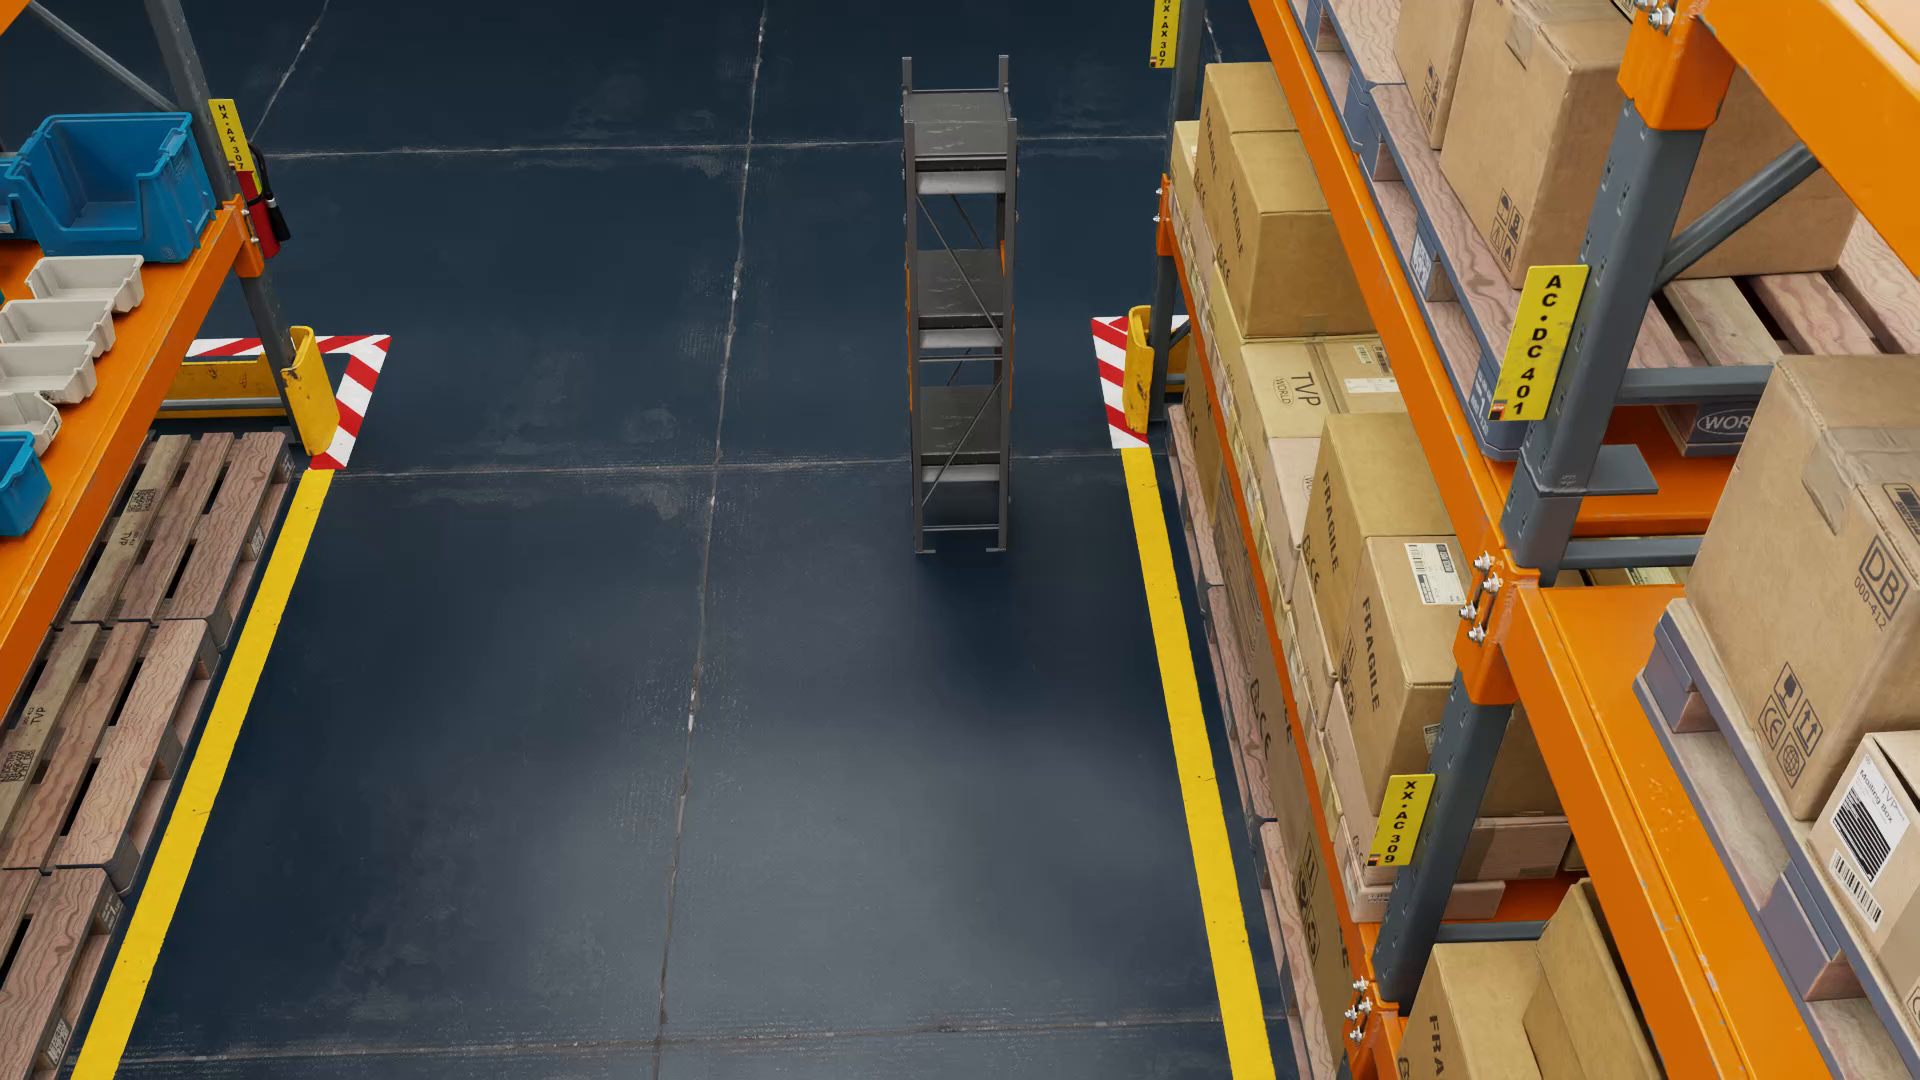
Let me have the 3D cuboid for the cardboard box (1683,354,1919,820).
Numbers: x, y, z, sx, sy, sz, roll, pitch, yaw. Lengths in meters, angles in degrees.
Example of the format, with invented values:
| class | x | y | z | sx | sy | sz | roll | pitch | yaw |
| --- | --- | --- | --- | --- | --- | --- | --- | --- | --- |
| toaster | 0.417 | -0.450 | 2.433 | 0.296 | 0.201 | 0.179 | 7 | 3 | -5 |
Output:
| class | x | y | z | sx | sy | sz | roll | pitch | yaw |
| --- | --- | --- | --- | --- | --- | --- | --- | --- | --- |
| cardboard box | 1.590 | 0.065 | 2.504 | 0.700 | 0.500 | 0.500 | -1 | 43 | -1 |

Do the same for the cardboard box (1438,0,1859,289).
| class | x | y | z | sx | sy | sz | roll | pitch | yaw |
| --- | --- | --- | --- | --- | --- | --- | --- | --- | --- |
| cardboard box | 1.462 | -0.889 | 3.471 | 0.700 | 0.500 | 0.500 | -4 | 43 | -4 |

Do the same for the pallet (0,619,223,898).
| class | x | y | z | sx | sy | sz | roll | pitch | yaw |
| --- | --- | --- | --- | --- | --- | --- | --- | --- | --- |
| pallet | -3.518 | 0.821 | 6.348 | 1.003 | 0.211 | 1.213 | -2 | 43 | -2 |

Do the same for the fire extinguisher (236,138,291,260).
| class | x | y | z | sx | sy | sz | roll | pitch | yaw |
| --- | --- | --- | --- | --- | --- | --- | --- | --- | --- |
| fire extinguisher | -3.116 | -1.536 | 7.188 | 0.296 | 0.674 | 0.183 | -2 | 43 | -2 |

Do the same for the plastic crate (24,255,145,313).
| class | x | y | z | sx | sy | sz | roll | pitch | yaw |
| --- | --- | --- | --- | --- | --- | --- | --- | --- | --- |
| plastic crate | -3.348 | -0.966 | 6.385 | 0.396 | 0.136 | 0.243 | -2 | 43 | -2 |

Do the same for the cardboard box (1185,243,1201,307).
| class | x | y | z | sx | sy | sz | roll | pitch | yaw |
| --- | --- | --- | --- | --- | --- | --- | --- | --- | --- |
| cardboard box | 1.094 | -1.041 | 6.502 | 0.380 | 0.149 | 0.250 | -3 | 43 | -3 |

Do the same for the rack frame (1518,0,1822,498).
| class | x | y | z | sx | sy | sz | roll | pitch | yaw |
| --- | --- | --- | --- | --- | --- | --- | --- | --- | --- |
| rack frame | 1.555 | -1.240 | 2.093 | 1.000 | 3.000 | 0.127 | -2 | 43 | -2 |

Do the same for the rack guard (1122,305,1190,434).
| class | x | y | z | sx | sy | sz | roll | pitch | yaw |
| --- | --- | --- | --- | --- | --- | --- | --- | --- | --- |
| rack guard | 1.384 | -0.824 | 7.928 | 1.175 | 0.500 | 0.348 | -2 | 43 | -2 |

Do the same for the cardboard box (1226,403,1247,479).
| class | x | y | z | sx | sy | sz | roll | pitch | yaw |
| --- | --- | --- | --- | --- | --- | --- | --- | --- | --- |
| cardboard box | 1.137 | -0.349 | 5.746 | 0.380 | 0.149 | 0.250 | -3 | 43 | -3 |

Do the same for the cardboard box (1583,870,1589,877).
| class | x | y | z | sx | sy | sz | roll | pitch | yaw |
| --- | --- | --- | --- | --- | --- | --- | --- | --- | --- |
| cardboard box | 1.875 | 0.855 | 4.433 | 0.380 | 0.149 | 0.250 | -2 | 43 | -2 |

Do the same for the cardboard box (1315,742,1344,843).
| class | x | y | z | sx | sy | sz | roll | pitch | yaw |
| --- | --- | --- | --- | --- | --- | --- | --- | --- | --- |
| cardboard box | 1.204 | 0.694 | 4.609 | 0.380 | 0.149 | 0.250 | -1 | 43 | -1 |

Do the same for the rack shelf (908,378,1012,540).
| class | x | y | z | sx | sy | sz | roll | pitch | yaw |
| --- | --- | --- | --- | --- | --- | --- | --- | --- | --- |
| rack shelf | -0.007 | -0.360 | 7.294 | 0.431 | 0.518 | 0.480 | -2 | 43 | -2 |

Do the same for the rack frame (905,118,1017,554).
| class | x | y | z | sx | sy | sz | roll | pitch | yaw |
| --- | --- | --- | --- | --- | --- | --- | --- | --- | --- |
| rack frame | 0.003 | -0.721 | 6.632 | 0.400 | 2.100 | 0.015 | -2 | 43 | -2 |

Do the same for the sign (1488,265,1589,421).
| class | x | y | z | sx | sy | sz | roll | pitch | yaw |
| --- | --- | --- | --- | --- | --- | --- | --- | --- | --- |
| sign | 1.001 | -0.337 | 2.886 | 0.100 | 0.325 | 0.005 | -2 | 43 | -2 |

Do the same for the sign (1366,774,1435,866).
| class | x | y | z | sx | sy | sz | roll | pitch | yaw |
| --- | --- | --- | --- | --- | --- | --- | --- | --- | --- |
| sign | 1.001 | 0.640 | 3.782 | 0.100 | 0.325 | 0.005 | -2 | 43 | -2 |

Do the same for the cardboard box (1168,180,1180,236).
| class | x | y | z | sx | sy | sz | roll | pitch | yaw |
| --- | --- | --- | --- | --- | --- | --- | --- | --- | --- |
| cardboard box | 1.071 | -1.387 | 6.879 | 0.380 | 0.149 | 0.250 | -1 | 43 | -1 |

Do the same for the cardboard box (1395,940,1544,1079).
| class | x | y | z | sx | sy | sz | roll | pitch | yaw |
| --- | --- | --- | --- | --- | --- | --- | --- | --- | --- |
| cardboard box | 1.325 | 1.252 | 3.740 | 0.500 | 0.500 | 0.500 | -2 | 43 | -2 |

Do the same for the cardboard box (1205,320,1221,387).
| class | x | y | z | sx | sy | sz | roll | pitch | yaw |
| --- | --- | --- | --- | --- | --- | --- | --- | --- | --- |
| cardboard box | 1.116 | -0.694 | 6.122 | 0.380 | 0.149 | 0.250 | -2 | 43 | -3 |

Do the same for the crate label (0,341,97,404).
| class | x | y | z | sx | sy | sz | roll | pitch | yaw |
| --- | --- | --- | --- | --- | --- | --- | --- | --- | --- |
| crate label | -3.314 | -0.583 | 5.967 | 0.396 | 0.136 | 0.243 | -2 | 43 | -2 |

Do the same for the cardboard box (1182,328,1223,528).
| class | x | y | z | sx | sy | sz | roll | pitch | yaw |
| --- | --- | --- | --- | --- | --- | --- | --- | --- | --- |
| cardboard box | 1.492 | -0.671 | 7.173 | 0.875 | 0.875 | 0.875 | -2 | 43 | -2 |

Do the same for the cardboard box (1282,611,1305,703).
| class | x | y | z | sx | sy | sz | roll | pitch | yaw |
| --- | --- | --- | --- | --- | --- | --- | --- | --- | --- |
| cardboard box | 1.182 | 0.347 | 4.987 | 0.380 | 0.149 | 0.250 | -1 | 43 | -1 |

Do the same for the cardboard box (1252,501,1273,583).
| class | x | y | z | sx | sy | sz | roll | pitch | yaw |
| --- | --- | --- | --- | --- | --- | --- | --- | --- | --- |
| cardboard box | 1.160 | 0.000 | 5.366 | 0.380 | 0.149 | 0.250 | -2 | 43 | -2 |

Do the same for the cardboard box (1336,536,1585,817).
| class | x | y | z | sx | sy | sz | roll | pitch | yaw |
| --- | --- | --- | --- | --- | --- | --- | --- | --- | --- |
| cardboard box | 1.268 | 0.338 | 4.147 | 0.500 | 0.500 | 0.500 | -1 | 43 | -1 |

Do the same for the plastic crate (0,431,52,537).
| class | x | y | z | sx | sy | sz | roll | pitch | yaw |
| --- | --- | --- | --- | --- | --- | --- | --- | --- | --- |
| plastic crate | -3.220 | -0.168 | 5.443 | 0.416 | 0.233 | 0.300 | -2 | 43 | -2 |

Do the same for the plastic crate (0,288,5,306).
| class | x | y | z | sx | sy | sz | roll | pitch | yaw |
| --- | --- | --- | --- | --- | --- | --- | --- | --- | --- |
| plastic crate | -3.854 | -0.927 | 6.270 | 0.416 | 0.233 | 0.300 | -2 | 43 | -2 |

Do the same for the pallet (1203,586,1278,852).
| class | x | y | z | sx | sy | sz | roll | pitch | yaw |
| --- | --- | --- | --- | --- | --- | --- | --- | --- | --- |
| pallet | 1.546 | 0.658 | 6.525 | 1.003 | 0.211 | 1.213 | -2 | 43 | -2 |

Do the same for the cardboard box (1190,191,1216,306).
| class | x | y | z | sx | sy | sz | roll | pitch | yaw |
| --- | --- | --- | --- | --- | --- | --- | --- | --- | --- |
| cardboard box | 1.165 | -1.101 | 6.272 | 0.500 | 0.250 | 0.500 | -2 | 43 | -2 |

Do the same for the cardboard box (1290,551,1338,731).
| class | x | y | z | sx | sy | sz | roll | pitch | yaw |
| --- | --- | --- | --- | --- | --- | --- | --- | --- | --- |
| cardboard box | 1.250 | 0.277 | 4.768 | 0.500 | 0.250 | 0.500 | 0 | 43 | -1 |

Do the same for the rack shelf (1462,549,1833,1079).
| class | x | y | z | sx | sy | sz | roll | pitch | yaw |
| --- | --- | --- | --- | --- | --- | --- | --- | --- | --- |
| rack shelf | 1.640 | 1.481 | 1.876 | 1.077 | 0.370 | 4.000 | -2 | 43 | -2 |

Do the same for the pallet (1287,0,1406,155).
| class | x | y | z | sx | sy | sz | roll | pitch | yaw |
| --- | --- | --- | --- | --- | --- | --- | --- | --- | --- |
| pallet | 1.482 | -1.476 | 4.636 | 1.003 | 0.211 | 1.213 | -2 | 43 | -2 |

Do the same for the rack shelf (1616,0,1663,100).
| class | x | y | z | sx | sy | sz | roll | pitch | yaw |
| --- | --- | --- | --- | --- | --- | --- | --- | --- | --- |
| rack shelf | 1.470 | -2.178 | 3.944 | 1.077 | 0.370 | 4.000 | -2 | 43 | -2 |

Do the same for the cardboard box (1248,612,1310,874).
| class | x | y | z | sx | sy | sz | roll | pitch | yaw |
| --- | --- | --- | --- | --- | --- | --- | --- | --- | --- |
| cardboard box | 1.569 | 0.544 | 5.847 | 0.875 | 0.875 | 0.875 | -2 | 43 | -2 |

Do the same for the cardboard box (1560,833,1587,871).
| class | x | y | z | sx | sy | sz | roll | pitch | yaw |
| --- | --- | --- | --- | --- | --- | --- | --- | --- | --- |
| cardboard box | 1.797 | 0.592 | 4.424 | 0.500 | 0.250 | 0.500 | -2 | 43 | -3 |

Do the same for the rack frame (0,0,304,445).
| class | x | y | z | sx | sy | sz | roll | pitch | yaw |
| --- | --- | --- | --- | --- | --- | --- | --- | --- | --- |
| rack frame | -3.563 | -1.587 | 6.911 | 1.000 | 3.000 | 0.127 | -2 | 43 | -2 |

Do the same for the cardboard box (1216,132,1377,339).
| class | x | y | z | sx | sy | sz | roll | pitch | yaw |
| --- | --- | --- | --- | --- | --- | --- | --- | --- | --- |
| cardboard box | 1.185 | -1.041 | 5.651 | 0.500 | 0.500 | 0.500 | -3 | 43 | -3 |

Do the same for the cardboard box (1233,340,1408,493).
| class | x | y | z | sx | sy | sz | roll | pitch | yaw |
| --- | --- | --- | --- | --- | --- | --- | --- | --- | --- |
| cardboard box | 1.210 | -0.409 | 5.517 | 0.500 | 0.250 | 0.500 | -2 | 43 | -3 |

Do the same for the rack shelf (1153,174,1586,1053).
| class | x | y | z | sx | sy | sz | roll | pitch | yaw |
| --- | --- | --- | --- | --- | --- | --- | --- | --- | --- |
| rack shelf | 1.470 | -0.114 | 5.836 | 1.077 | 0.370 | 4.000 | -2 | 43 | -2 |

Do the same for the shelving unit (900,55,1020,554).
| class | x | y | z | sx | sy | sz | roll | pitch | yaw |
| --- | --- | --- | --- | --- | --- | --- | --- | --- | --- |
| shelving unit | -0.007 | -0.886 | 6.812 | 0.431 | 2.100 | 0.503 | -2 | 43 | -2 |

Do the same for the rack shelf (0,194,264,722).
| class | x | y | z | sx | sy | sz | roll | pitch | yaw |
| --- | --- | --- | --- | --- | --- | --- | --- | --- | --- |
| rack shelf | -3.478 | 0.029 | 5.681 | 1.077 | 0.370 | 4.000 | -2 | 43 | -2 |

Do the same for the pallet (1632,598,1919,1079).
| class | x | y | z | sx | sy | sz | roll | pitch | yaw |
| --- | --- | --- | --- | --- | --- | --- | --- | --- | --- |
| pallet | 1.643 | 0.554 | 2.497 | 0.805 | 0.209 | 1.217 | -3 | 43 | -4 |
